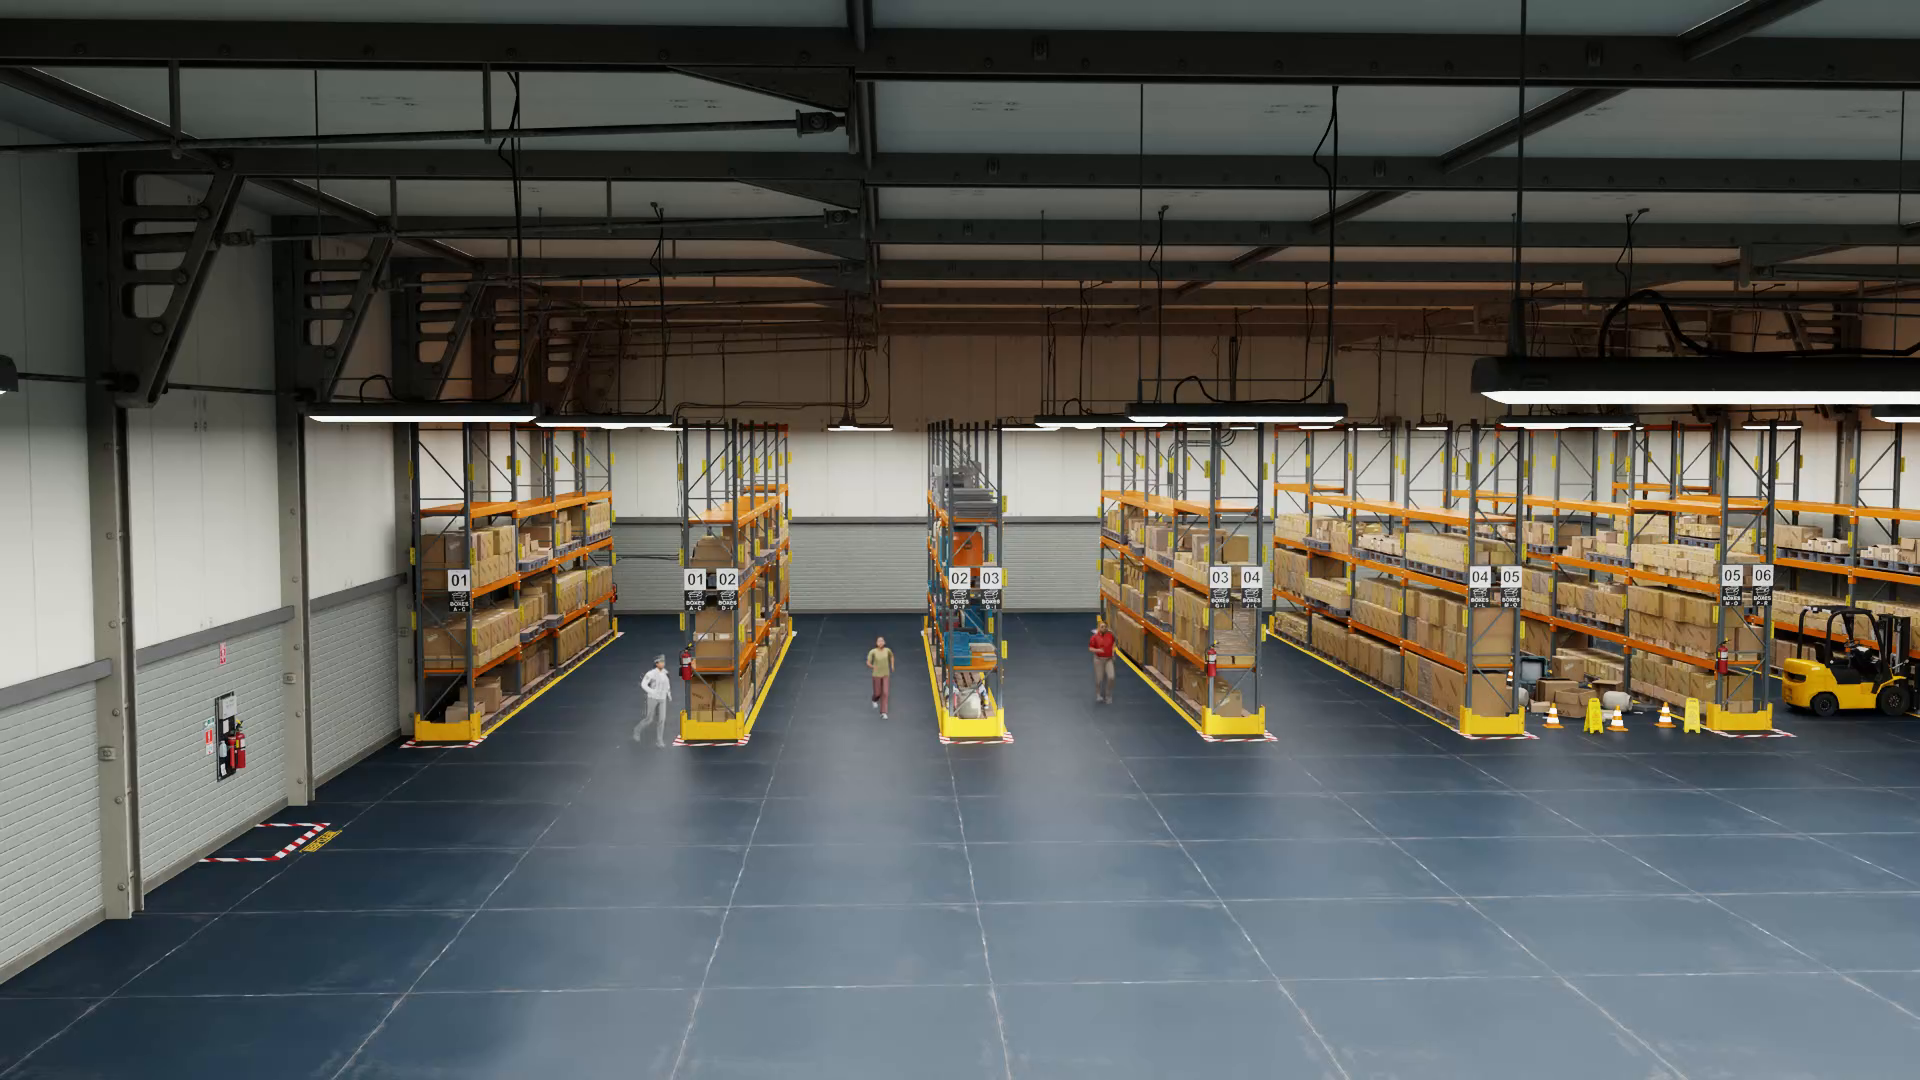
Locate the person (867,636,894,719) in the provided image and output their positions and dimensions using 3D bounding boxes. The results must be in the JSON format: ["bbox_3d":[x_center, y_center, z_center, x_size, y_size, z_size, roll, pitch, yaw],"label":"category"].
[{"bbox_3d":[-1.587,2.745,33.580,0.592,1.633,0.970,-1,4,-12],"label":"person"}]

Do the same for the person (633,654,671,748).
[{"bbox_3d":[-5.540,2.929,30.549,0.674,1.653,0.901,-3,5,-43],"label":"person"}]

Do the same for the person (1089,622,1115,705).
[{"bbox_3d":[3.034,2.627,35.216,0.638,1.786,0.767,-1,4,-11],"label":"person"}]
